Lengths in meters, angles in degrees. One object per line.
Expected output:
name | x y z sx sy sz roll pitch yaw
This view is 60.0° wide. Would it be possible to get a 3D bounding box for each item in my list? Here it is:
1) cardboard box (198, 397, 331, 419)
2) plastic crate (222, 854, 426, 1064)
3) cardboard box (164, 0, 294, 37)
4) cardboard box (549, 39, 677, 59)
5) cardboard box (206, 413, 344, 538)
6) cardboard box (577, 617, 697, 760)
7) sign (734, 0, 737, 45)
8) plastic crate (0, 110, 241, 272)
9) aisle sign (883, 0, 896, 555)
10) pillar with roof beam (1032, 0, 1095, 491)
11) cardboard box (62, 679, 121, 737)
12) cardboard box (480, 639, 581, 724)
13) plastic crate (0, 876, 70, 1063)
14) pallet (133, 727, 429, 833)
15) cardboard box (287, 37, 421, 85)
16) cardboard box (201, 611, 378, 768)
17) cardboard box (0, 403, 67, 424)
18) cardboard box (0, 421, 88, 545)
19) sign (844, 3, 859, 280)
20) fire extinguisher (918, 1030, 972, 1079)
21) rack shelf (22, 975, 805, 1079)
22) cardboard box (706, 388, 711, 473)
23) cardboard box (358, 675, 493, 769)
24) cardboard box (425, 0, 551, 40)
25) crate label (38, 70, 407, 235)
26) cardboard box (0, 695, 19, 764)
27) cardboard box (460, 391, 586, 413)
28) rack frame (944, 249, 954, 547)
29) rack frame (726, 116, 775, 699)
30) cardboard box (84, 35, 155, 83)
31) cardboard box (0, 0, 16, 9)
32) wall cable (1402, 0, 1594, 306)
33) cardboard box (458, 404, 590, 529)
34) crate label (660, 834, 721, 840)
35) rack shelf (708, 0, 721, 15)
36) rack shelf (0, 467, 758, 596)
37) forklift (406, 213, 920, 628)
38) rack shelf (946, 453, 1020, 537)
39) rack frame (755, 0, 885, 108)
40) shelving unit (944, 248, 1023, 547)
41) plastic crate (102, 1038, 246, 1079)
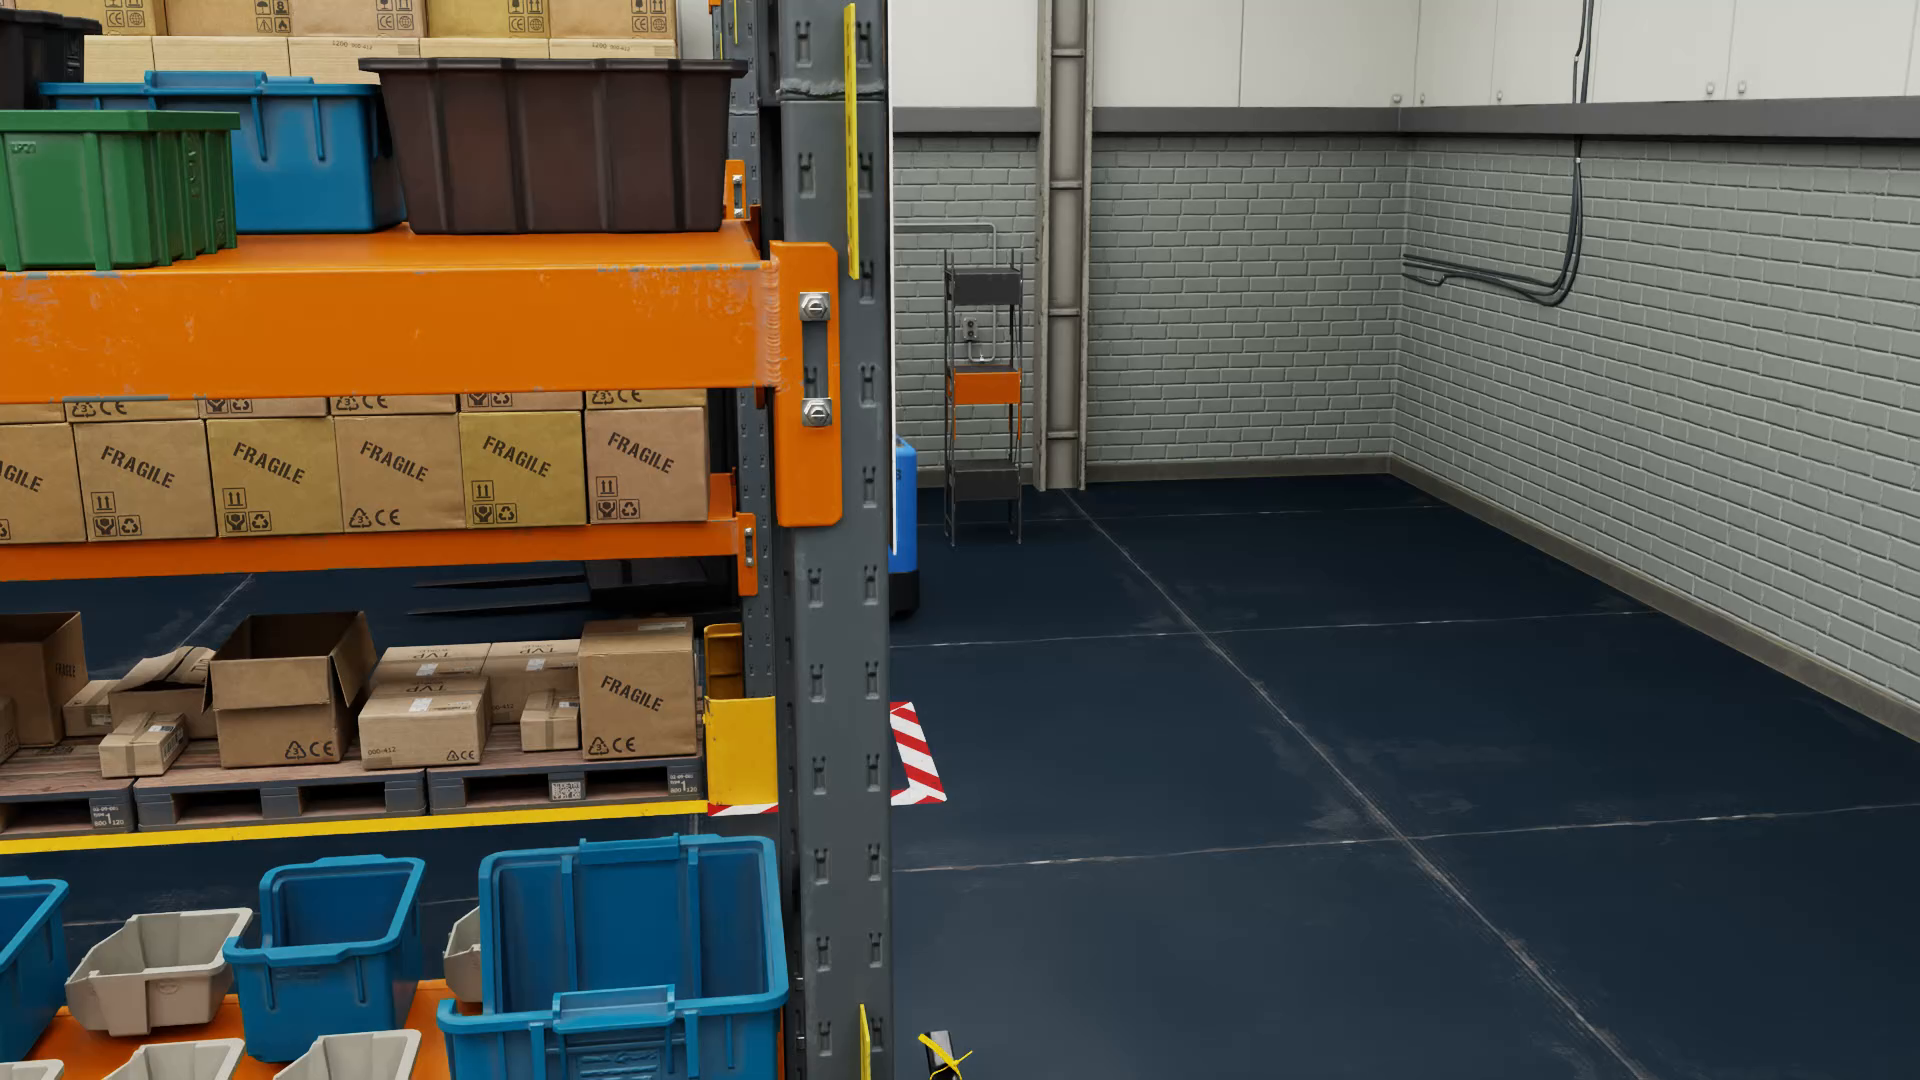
cardboard box | -2.885 -0.802 6.992 0.500 0.500 0.500 -2 14 -7
plastic crate | -1.176 0.790 3.128 0.300 0.233 0.416 -2 14 -8
cardboard box | -2.966 -2.336 6.944 0.500 0.500 0.700 -2 14 -8
cardboard box | -1.436 -1.953 6.955 0.500 0.250 0.500 -2 14 -8
cardboard box | -2.874 -0.320 7.126 0.500 0.500 0.500 -2 14 -9
cardboard box | -1.467 0.670 7.617 0.500 0.500 0.500 -2 14 -8
sign | -0.903 -2.158 6.674 0.005 0.325 0.100 -2 14 -8
plastic crate | -1.165 -0.464 2.175 0.336 0.188 0.450 -2 14 -8
aisle sign | -0.117 -0.409 2.343 0.004 0.787 0.394 -2 14 -8
pillar with roof beam | 1.474 -3.780 8.793 0.400 9.000 9.100 -2 14 -8
cardboard box | -4.039 0.790 7.863 0.250 0.149 0.380 -2 14 -8
cardboard box | -2.041 0.682 8.084 0.500 0.250 0.500 -2 14 -8
plastic crate | -1.827 0.813 3.033 0.300 0.233 0.416 -2 14 -8
pallet | -3.033 1.020 7.721 1.213 0.211 1.003 -2 14 -8
cardboard box | -2.426 -1.917 6.814 0.500 0.250 0.500 -2 14 -8
cardboard box | -3.065 0.665 7.630 0.637 0.503 0.797 -2 14 -8
cardboard box | -3.904 -0.765 6.843 0.500 0.500 0.500 -3 14 -10
cardboard box | -3.871 -0.284 6.981 0.500 0.500 0.500 -2 14 -7
sign | -0.134 -0.489 2.053 0.005 0.325 0.100 -2 14 -8
fire extinguisher | -0.015 1.106 2.571 0.183 0.674 0.296 -2 14 -8
rack shelf | -2.210 1.205 2.729 4.000 0.370 1.077 -2 14 -8
cardboard box | -1.444 -0.504 7.858 0.500 0.500 0.500 -2 14 -7
cardboard box | -2.411 0.819 7.539 0.500 0.250 0.500 -2 14 -8
cardboard box | -1.979 -2.376 7.102 0.500 0.500 0.700 -2 14 -8
crate label | -1.193 -0.643 2.760 0.502 0.251 0.408 -2 14 -8
cardboard box | -4.474 0.865 7.230 0.500 0.311 0.500 -2 14 -8
cardboard box | -1.865 -0.841 7.146 0.500 0.500 0.500 -2 14 -7
rack frame | -0.078 -1.016 11.955 0.015 2.100 0.400 -2 14 -8
rack frame | -0.966 -0.408 7.682 0.127 3.000 1.000 -2 14 -8
cardboard box | -3.413 -1.879 6.663 0.500 0.250 0.500 -2 14 -8
cardboard box | -3.931 -2.262 6.648 0.500 0.500 0.700 -2 14 -8
wall cable | 3.938 -3.122 12.555 0.112 2.526 3.097 -2 14 -8
cardboard box | -1.881 -0.355 7.265 0.500 0.500 0.500 -2 14 -8
crate label | -0.525 0.766 3.223 0.303 0.233 0.416 -2 14 -8
rack shelf | -3.686 -3.894 11.550 4.000 0.370 1.077 -2 14 -8
rack shelf | -2.944 0.014 7.480 4.000 0.370 1.077 -2 14 -8
forklift | -1.824 -0.953 9.998 3.031 2.935 1.130 -4 15 -15
rack shelf | 0.164 -0.332 12.164 0.480 0.518 0.431 -2 14 -8
rack frame | -0.232 -2.126 2.200 0.127 3.000 1.000 -2 14 -8
shelving unit | 0.164 -1.024 11.990 0.503 2.100 0.431 -2 14 -8
plastic crate | -1.300 0.963 2.635 0.243 0.136 0.396 -2 14 -8
